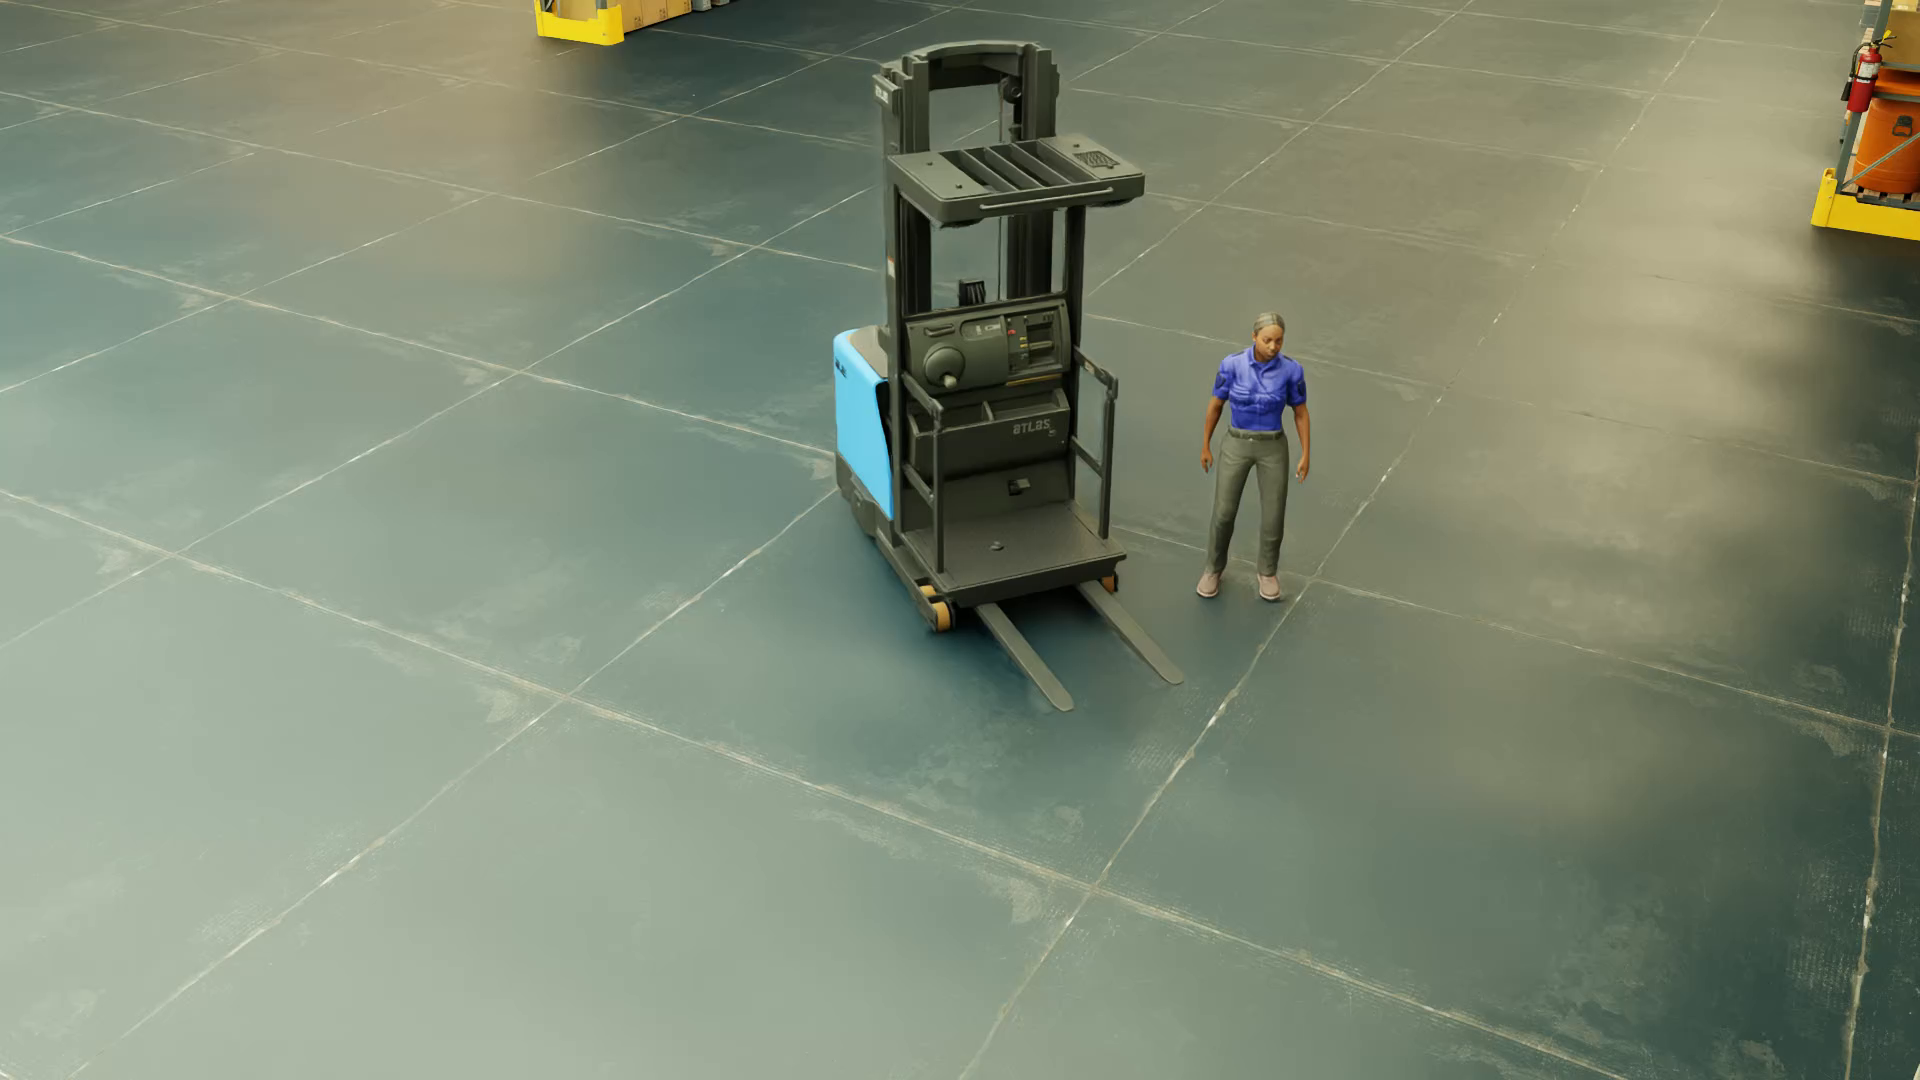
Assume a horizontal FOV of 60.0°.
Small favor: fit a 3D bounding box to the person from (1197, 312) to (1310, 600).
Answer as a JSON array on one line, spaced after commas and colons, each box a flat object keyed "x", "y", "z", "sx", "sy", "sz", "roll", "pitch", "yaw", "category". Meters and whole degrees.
[{"x": 1.623, "y": -0.460, "z": 9.148, "sx": 0.592, "sy": 1.654, "sz": 0.393, "roll": 4, "pitch": 30, "yaw": 7, "category": "person"}]

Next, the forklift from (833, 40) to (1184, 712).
[{"x": 0.243, "y": -1.004, "z": 8.810, "sx": 1.130, "sy": 2.935, "sz": 3.031, "roll": -11, "pitch": 32, "yaw": -19, "category": "forklift"}]
